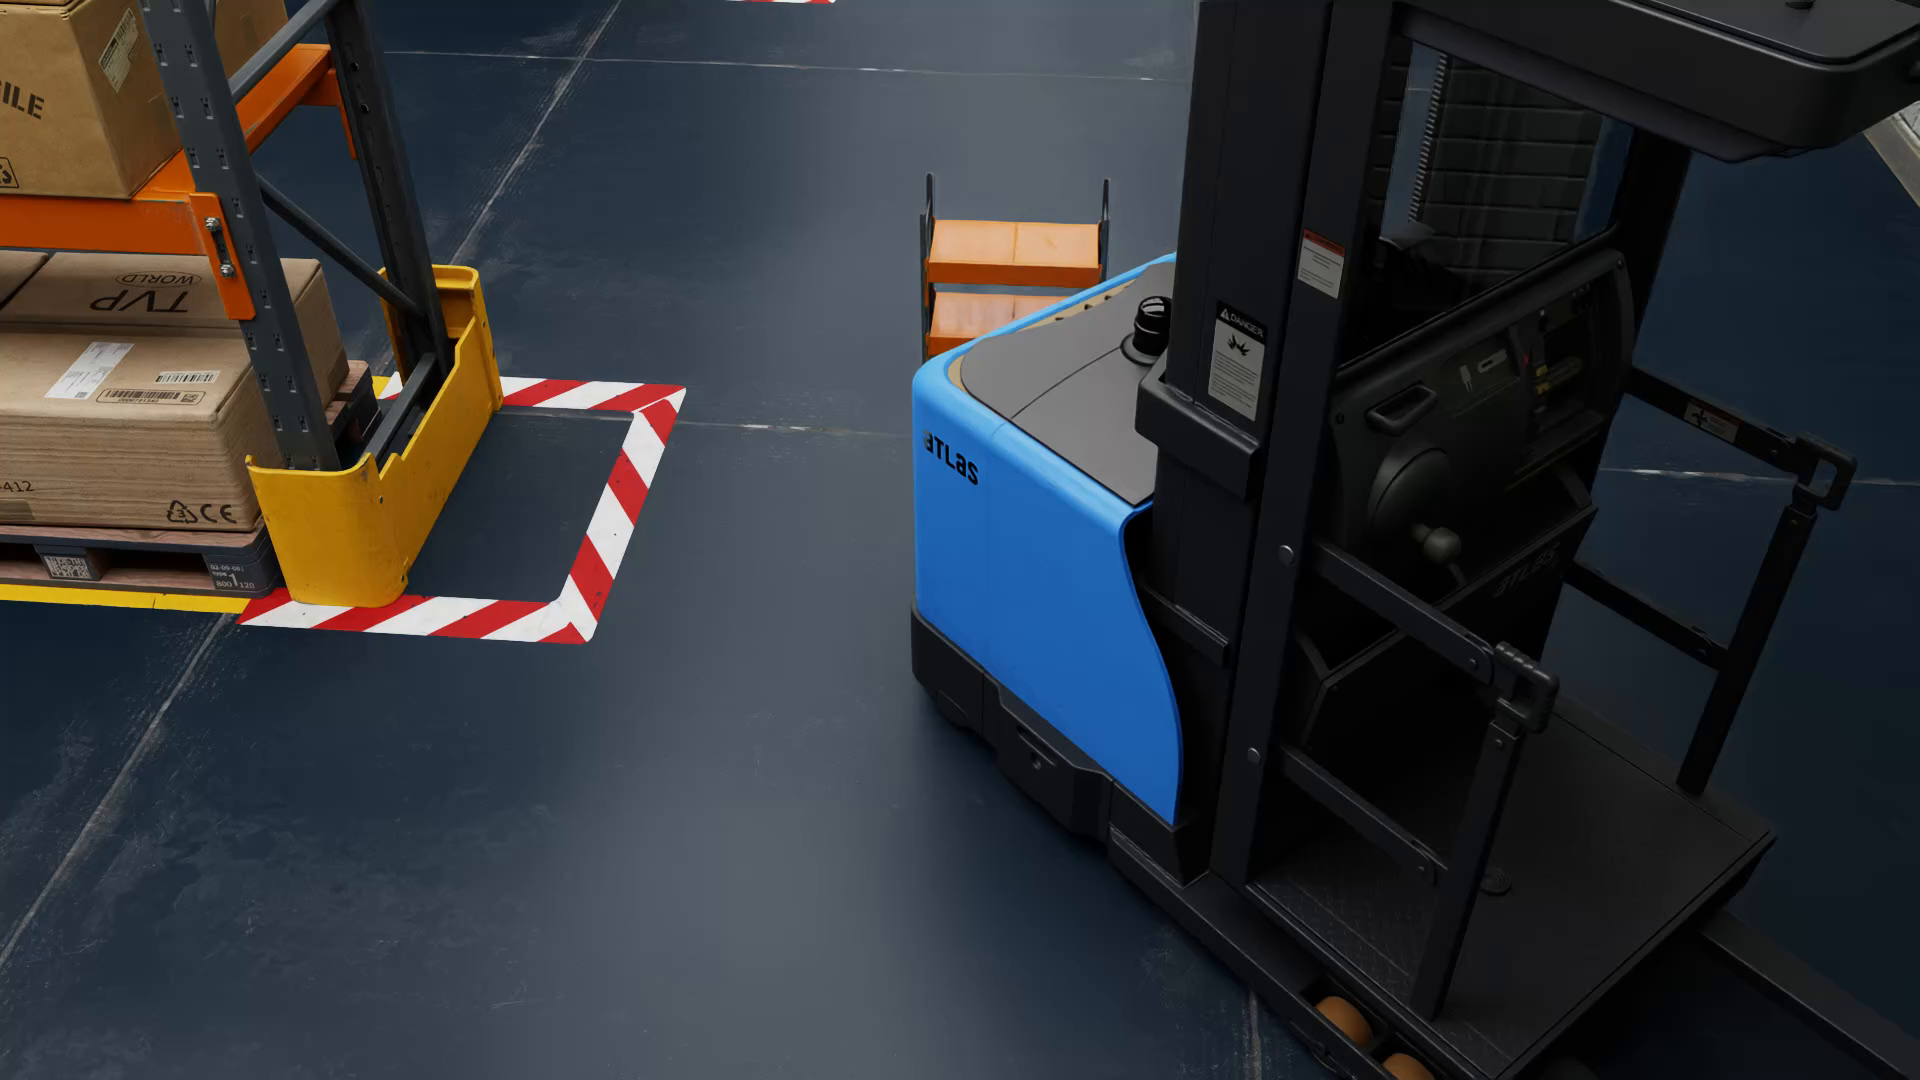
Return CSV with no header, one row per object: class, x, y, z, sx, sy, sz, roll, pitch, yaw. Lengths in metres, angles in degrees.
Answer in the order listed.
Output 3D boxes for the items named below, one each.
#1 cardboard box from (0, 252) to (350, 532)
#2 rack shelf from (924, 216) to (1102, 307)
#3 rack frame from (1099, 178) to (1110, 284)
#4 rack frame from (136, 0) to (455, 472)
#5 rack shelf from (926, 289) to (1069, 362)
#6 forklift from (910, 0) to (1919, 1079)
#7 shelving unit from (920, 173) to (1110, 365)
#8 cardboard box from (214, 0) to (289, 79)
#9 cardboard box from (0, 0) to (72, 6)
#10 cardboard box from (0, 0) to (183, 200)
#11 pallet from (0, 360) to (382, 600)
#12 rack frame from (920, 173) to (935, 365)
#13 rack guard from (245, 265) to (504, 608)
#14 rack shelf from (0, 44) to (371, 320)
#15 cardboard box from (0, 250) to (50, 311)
cardboard box,-2.512,-0.476,5.156,0.875,0.438,0.875,2,39,2
rack shelf,0.152,-0.769,4.621,0.480,0.148,0.258,2,39,3
rack frame,0.395,-0.453,4.856,0.015,1.200,0.240,2,39,3
rack frame,-1.846,-1.334,4.512,0.127,3.000,1.000,3,39,4
rack shelf,0.152,-0.585,4.771,0.480,0.148,0.258,2,39,3
forklift,1.185,-0.201,3.176,1.130,2.935,3.031,-27,46,-29
shelving unit,0.152,-0.464,4.869,0.503,1.200,0.258,2,39,3
cardboard box,-2.299,-1.579,4.735,0.500,0.500,0.500,3,39,3
cardboard box,-2.346,-1.637,4.014,0.500,0.500,0.500,4,39,5
cardboard box,-2.349,-1.232,4.309,0.500,0.500,0.500,3,39,4
pallet,-2.649,-0.247,5.386,1.213,0.211,1.003,3,39,4
rack frame,-0.092,-0.474,4.882,0.015,1.200,0.240,2,39,3
rack guard,-1.822,-0.363,5.300,0.348,0.500,1.175,3,39,4
rack shelf,-3.838,-1.164,4.873,4.000,0.370,1.077,3,39,4
cardboard box,-3.424,-0.521,5.210,0.875,0.438,0.875,4,39,5
